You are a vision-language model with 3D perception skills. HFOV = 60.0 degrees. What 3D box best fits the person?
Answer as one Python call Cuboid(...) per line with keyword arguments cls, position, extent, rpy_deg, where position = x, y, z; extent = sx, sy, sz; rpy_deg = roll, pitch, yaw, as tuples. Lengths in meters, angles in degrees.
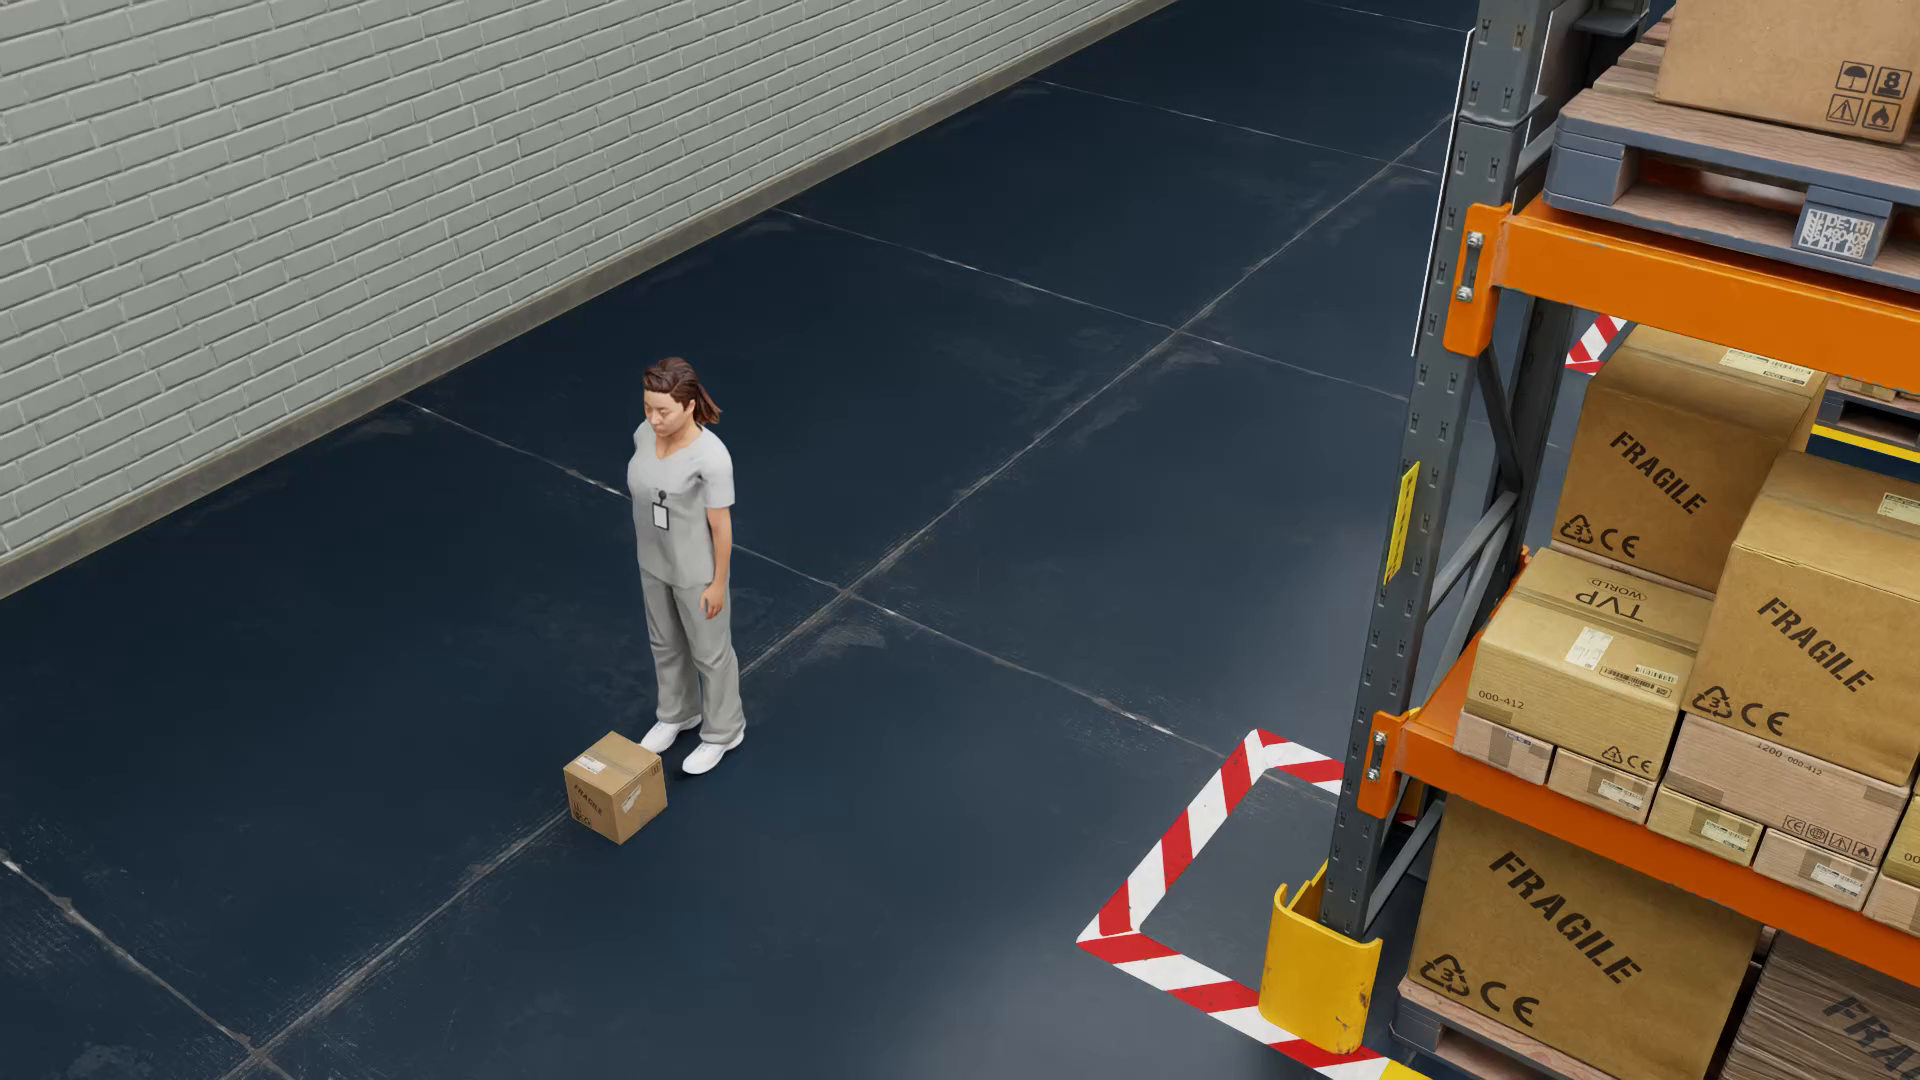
Cuboid(cls="person", position=(-0.988, 0.104, 5.991), extent=(0.437, 1.680, 0.399), rpy_deg=(22, 40, 29))
